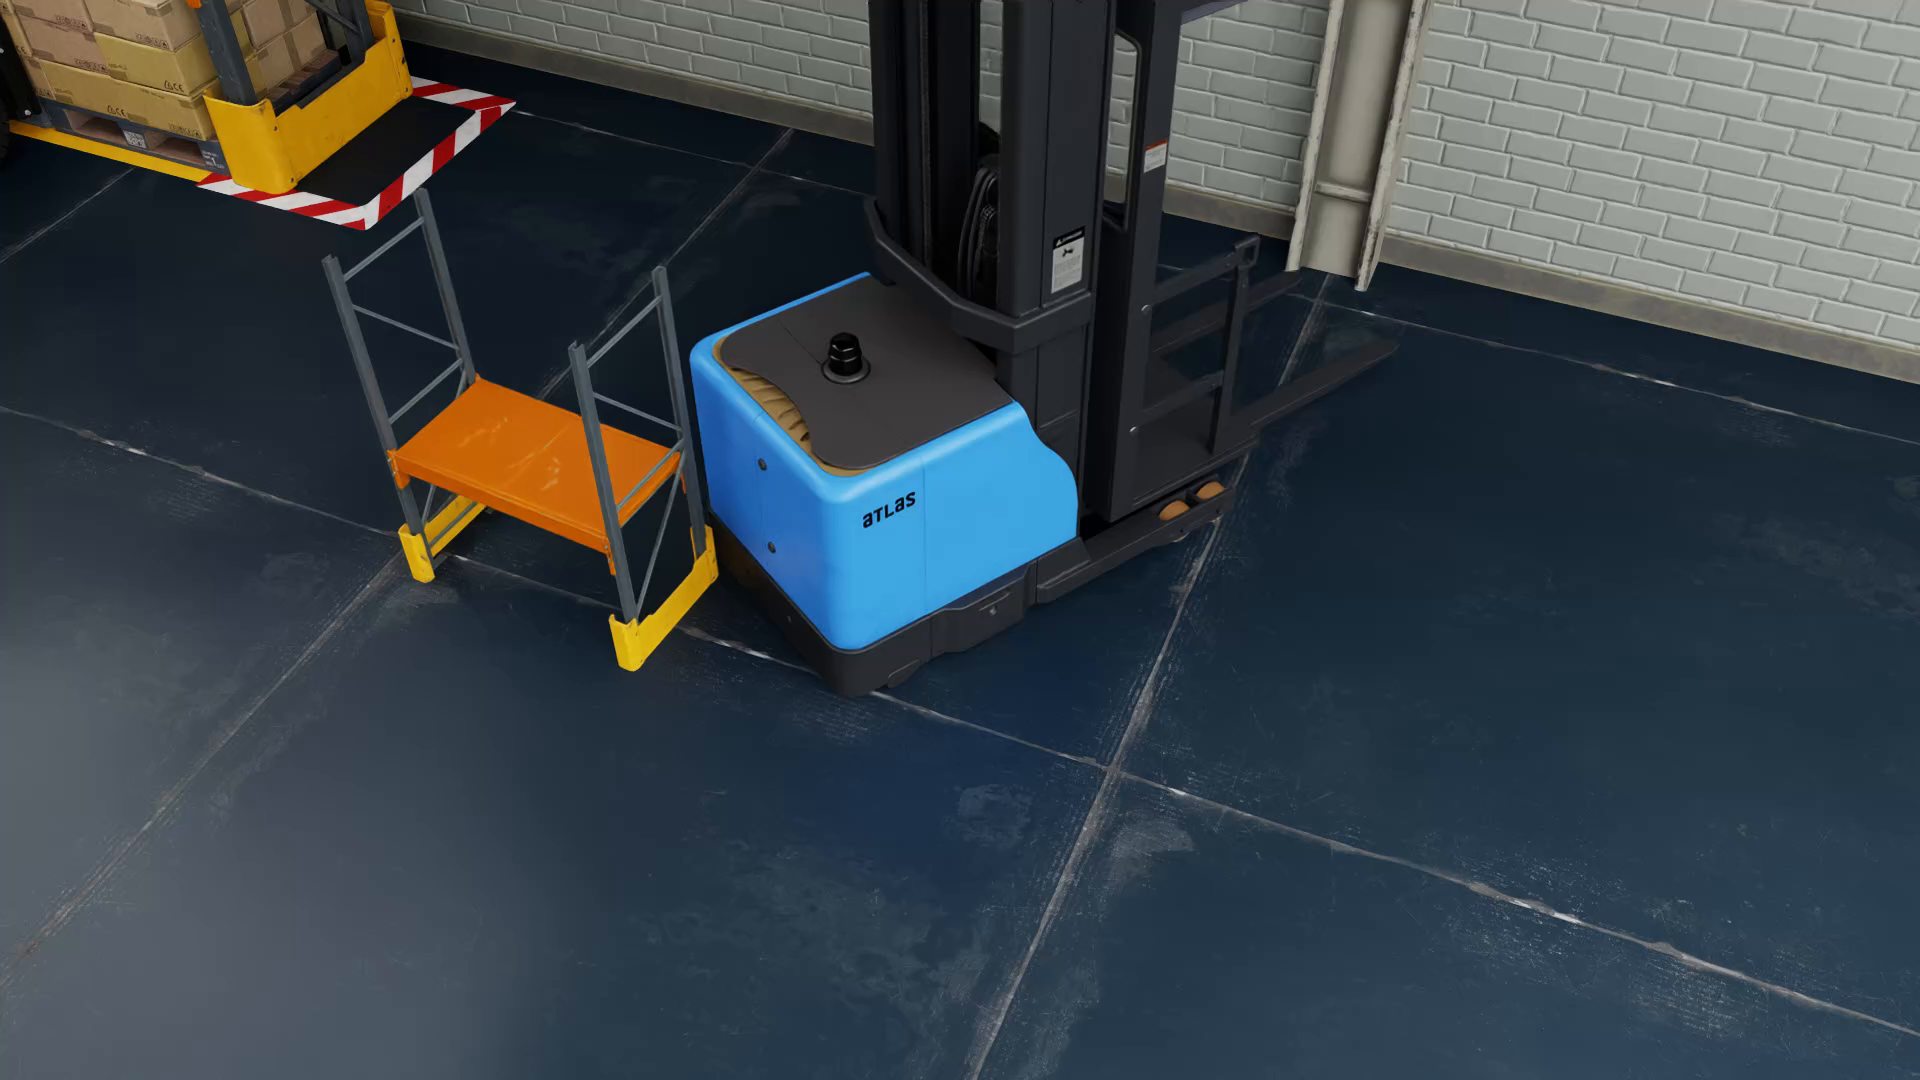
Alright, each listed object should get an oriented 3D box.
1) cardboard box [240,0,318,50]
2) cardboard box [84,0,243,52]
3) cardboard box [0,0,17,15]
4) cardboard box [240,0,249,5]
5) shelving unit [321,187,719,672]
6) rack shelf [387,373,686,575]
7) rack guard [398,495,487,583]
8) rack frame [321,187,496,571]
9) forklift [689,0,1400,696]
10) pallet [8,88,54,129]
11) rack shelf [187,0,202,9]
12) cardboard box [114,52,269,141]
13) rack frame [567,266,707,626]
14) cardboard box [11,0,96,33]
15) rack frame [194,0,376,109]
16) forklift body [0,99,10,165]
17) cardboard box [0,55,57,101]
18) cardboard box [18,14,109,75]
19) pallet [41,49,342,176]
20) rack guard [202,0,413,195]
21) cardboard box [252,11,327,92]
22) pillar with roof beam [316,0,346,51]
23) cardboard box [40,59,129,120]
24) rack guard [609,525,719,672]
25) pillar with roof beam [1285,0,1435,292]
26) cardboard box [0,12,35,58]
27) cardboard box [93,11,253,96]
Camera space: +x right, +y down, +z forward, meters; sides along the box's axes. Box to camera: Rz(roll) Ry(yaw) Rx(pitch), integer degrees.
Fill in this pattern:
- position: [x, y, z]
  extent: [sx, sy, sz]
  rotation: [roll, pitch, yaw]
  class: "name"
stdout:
- position: [-3.783, -2.869, 8.805]
  extent: [0.500, 0.250, 0.500]
  rotation: [17, 47, 17]
  class: "cardboard box"
- position: [-3.974, -2.706, 8.286]
  extent: [0.500, 0.250, 0.500]
  rotation: [18, 48, 17]
  class: "cardboard box"
- position: [-4.917, -2.971, 8.552]
  extent: [0.500, 0.250, 0.500]
  rotation: [17, 47, 16]
  class: "cardboard box"
- position: [-3.800, -3.038, 8.619]
  extent: [0.500, 0.250, 0.500]
  rotation: [16, 47, 15]
  class: "cardboard box"
- position: [-1.566, -0.392, 6.080]
  extent: [1.083, 1.500, 0.587]
  rotation: [20, 48, 19]
  class: "shelving unit"
- position: [-1.558, -0.261, 6.204]
  extent: [1.000, 0.185, 0.538]
  rotation: [20, 48, 19]
  class: "rack shelf"
- position: [-2.007, -0.111, 6.684]
  extent: [0.087, 0.250, 0.587]
  rotation: [20, 48, 19]
  class: "rack guard"
- position: [-2.008, -0.554, 6.244]
  extent: [0.032, 1.500, 0.500]
  rotation: [20, 48, 19]
  class: "rack frame"
- position: [0.510, -1.310, 5.988]
  extent: [3.031, 2.935, 1.130]
  rotation: [-27, 51, -24]
  class: "forklift"
- position: [-5.273, -2.779, 9.394]
  extent: [1.213, 0.211, 1.003]
  rotation: [16, 47, 16]
  class: "pallet"
- position: [-5.275, -3.543, 8.695]
  extent: [4.000, 0.370, 1.077]
  rotation: [16, 47, 16]
  class: "rack shelf"
- position: [-3.985, -2.351, 8.638]
  extent: [0.500, 0.250, 0.500]
  rotation: [17, 47, 16]
  class: "cardboard box"
- position: [-1.107, -0.223, 5.911]
  extent: [0.032, 1.500, 0.500]
  rotation: [20, 48, 19]
  class: "rack frame"
- position: [-4.448, -2.841, 8.421]
  extent: [0.500, 0.250, 0.500]
  rotation: [17, 47, 17]
  class: "cardboard box"
- position: [-3.429, -3.255, 7.895]
  extent: [0.127, 3.000, 1.000]
  rotation: [16, 47, 16]
  class: "rack frame"
- position: [-5.882, -2.282, 7.518]
  extent: [1.214, 2.155, 2.313]
  rotation: [16, 47, 16]
  class: "forklift body"
- position: [-4.898, -2.634, 8.923]
  extent: [0.500, 0.250, 0.500]
  rotation: [17, 47, 16]
  class: "cardboard box"
- position: [-4.458, -2.678, 8.613]
  extent: [0.500, 0.250, 0.500]
  rotation: [16, 47, 15]
  class: "cardboard box"
- position: [-4.151, -2.447, 9.060]
  extent: [1.213, 0.211, 1.003]
  rotation: [16, 47, 16]
  class: "pallet"
- position: [-3.407, -2.363, 8.770]
  extent: [0.348, 0.500, 1.175]
  rotation: [16, 47, 16]
  class: "rack guard"
- position: [-3.807, -2.690, 8.979]
  extent: [0.500, 0.250, 0.500]
  rotation: [17, 47, 16]
  class: "cardboard box"
- position: [-5.382, -3.355, 3.742]
  extent: [0.400, 9.000, 9.100]
  rotation: [16, 47, 16]
  class: "pillar with roof beam"
- position: [-4.440, -2.492, 8.780]
  extent: [0.500, 0.250, 0.500]
  rotation: [16, 47, 16]
  class: "cardboard box"
- position: [-1.124, 0.214, 6.358]
  extent: [0.087, 0.250, 0.587]
  rotation: [20, 48, 19]
  class: "rack guard"
- position: [0.155, -1.726, 2.105]
  extent: [0.400, 9.000, 9.100]
  rotation: [16, 47, 16]
  class: "pillar with roof beam"
- position: [-4.942, -2.805, 8.740]
  extent: [0.500, 0.250, 0.500]
  rotation: [15, 47, 15]
  class: "cardboard box"
- position: [-3.999, -2.535, 8.469]
  extent: [0.500, 0.250, 0.500]
  rotation: [16, 47, 15]
  class: "cardboard box"
